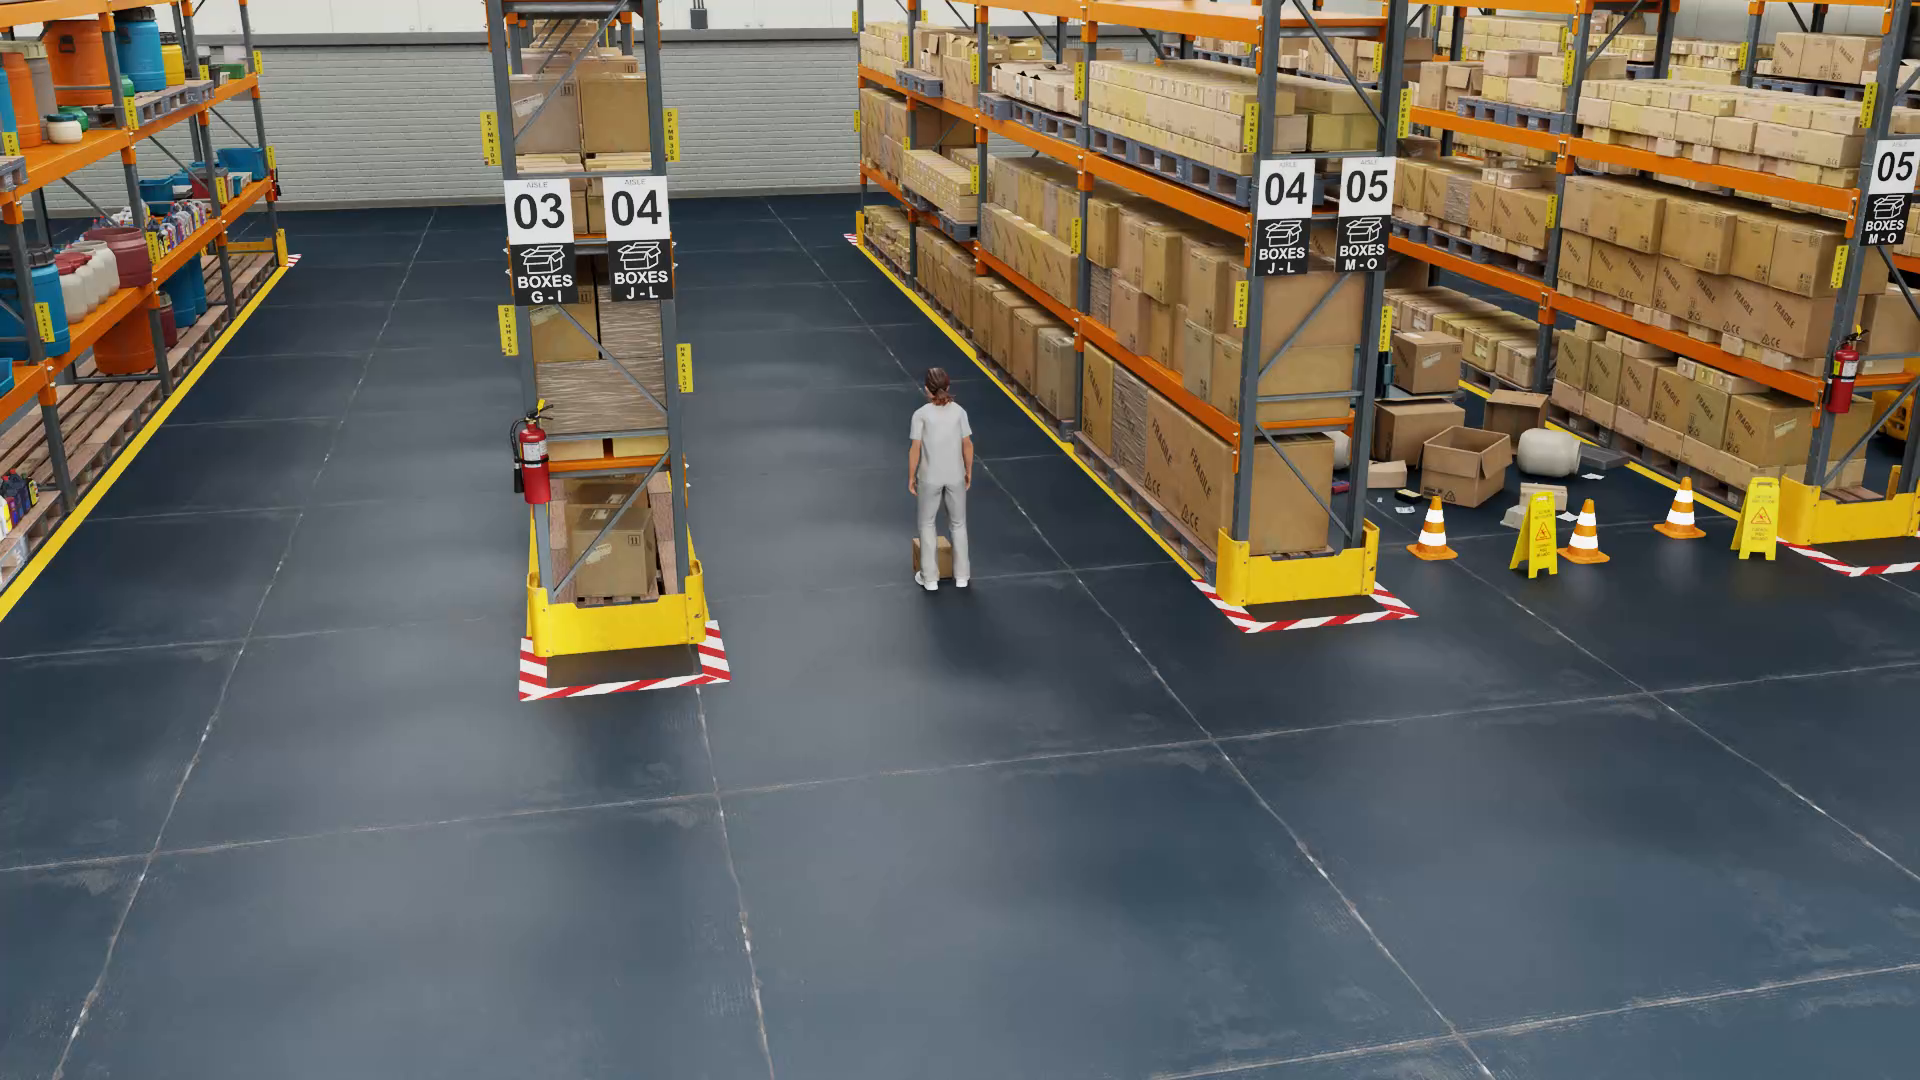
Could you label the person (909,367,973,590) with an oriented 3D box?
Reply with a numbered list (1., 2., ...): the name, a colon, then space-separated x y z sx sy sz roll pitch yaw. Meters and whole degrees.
1. person: -0.144 -0.453 12.336 0.486 1.673 0.358 -4 20 -12
